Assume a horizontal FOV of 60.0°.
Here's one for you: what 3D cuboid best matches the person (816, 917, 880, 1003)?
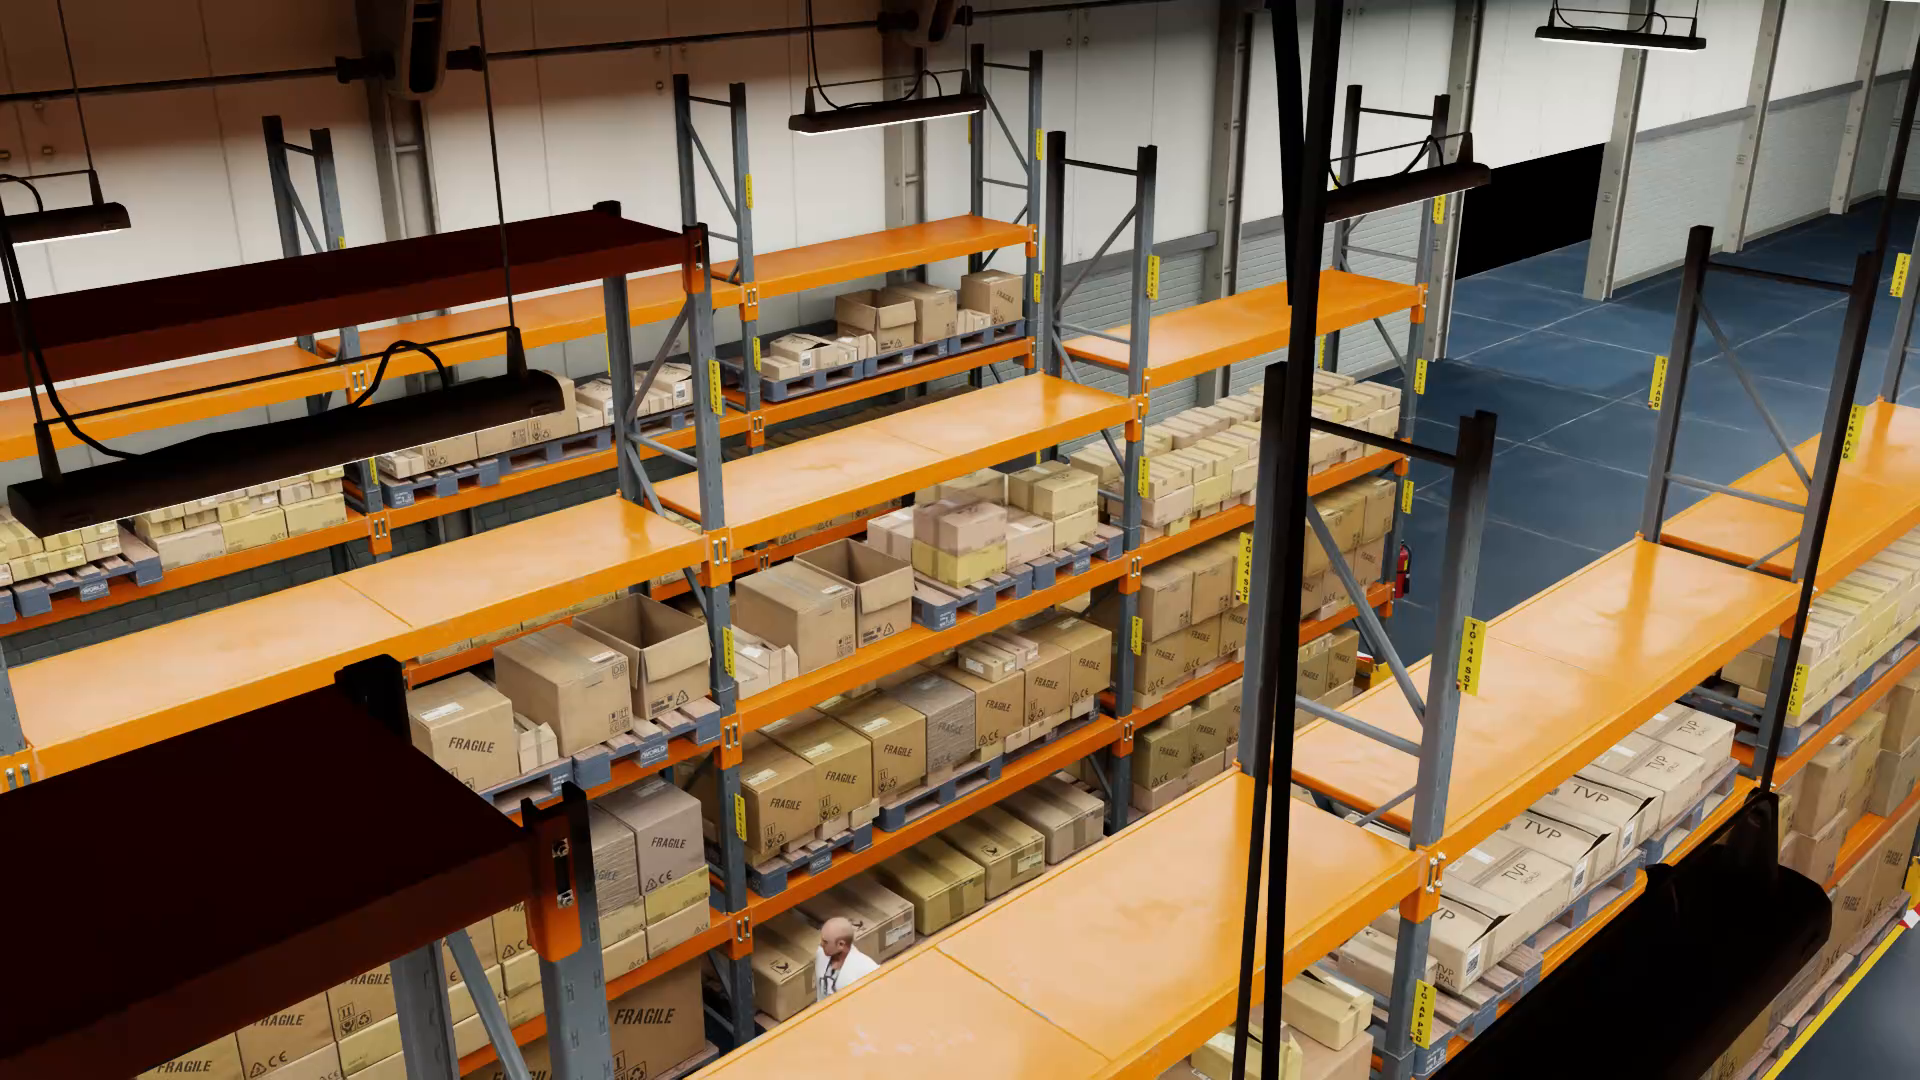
[{"bbox_3d":[-0.689,3.184,10.797,0.620,1.784,0.518,20,30,40],"label":"person"}]
